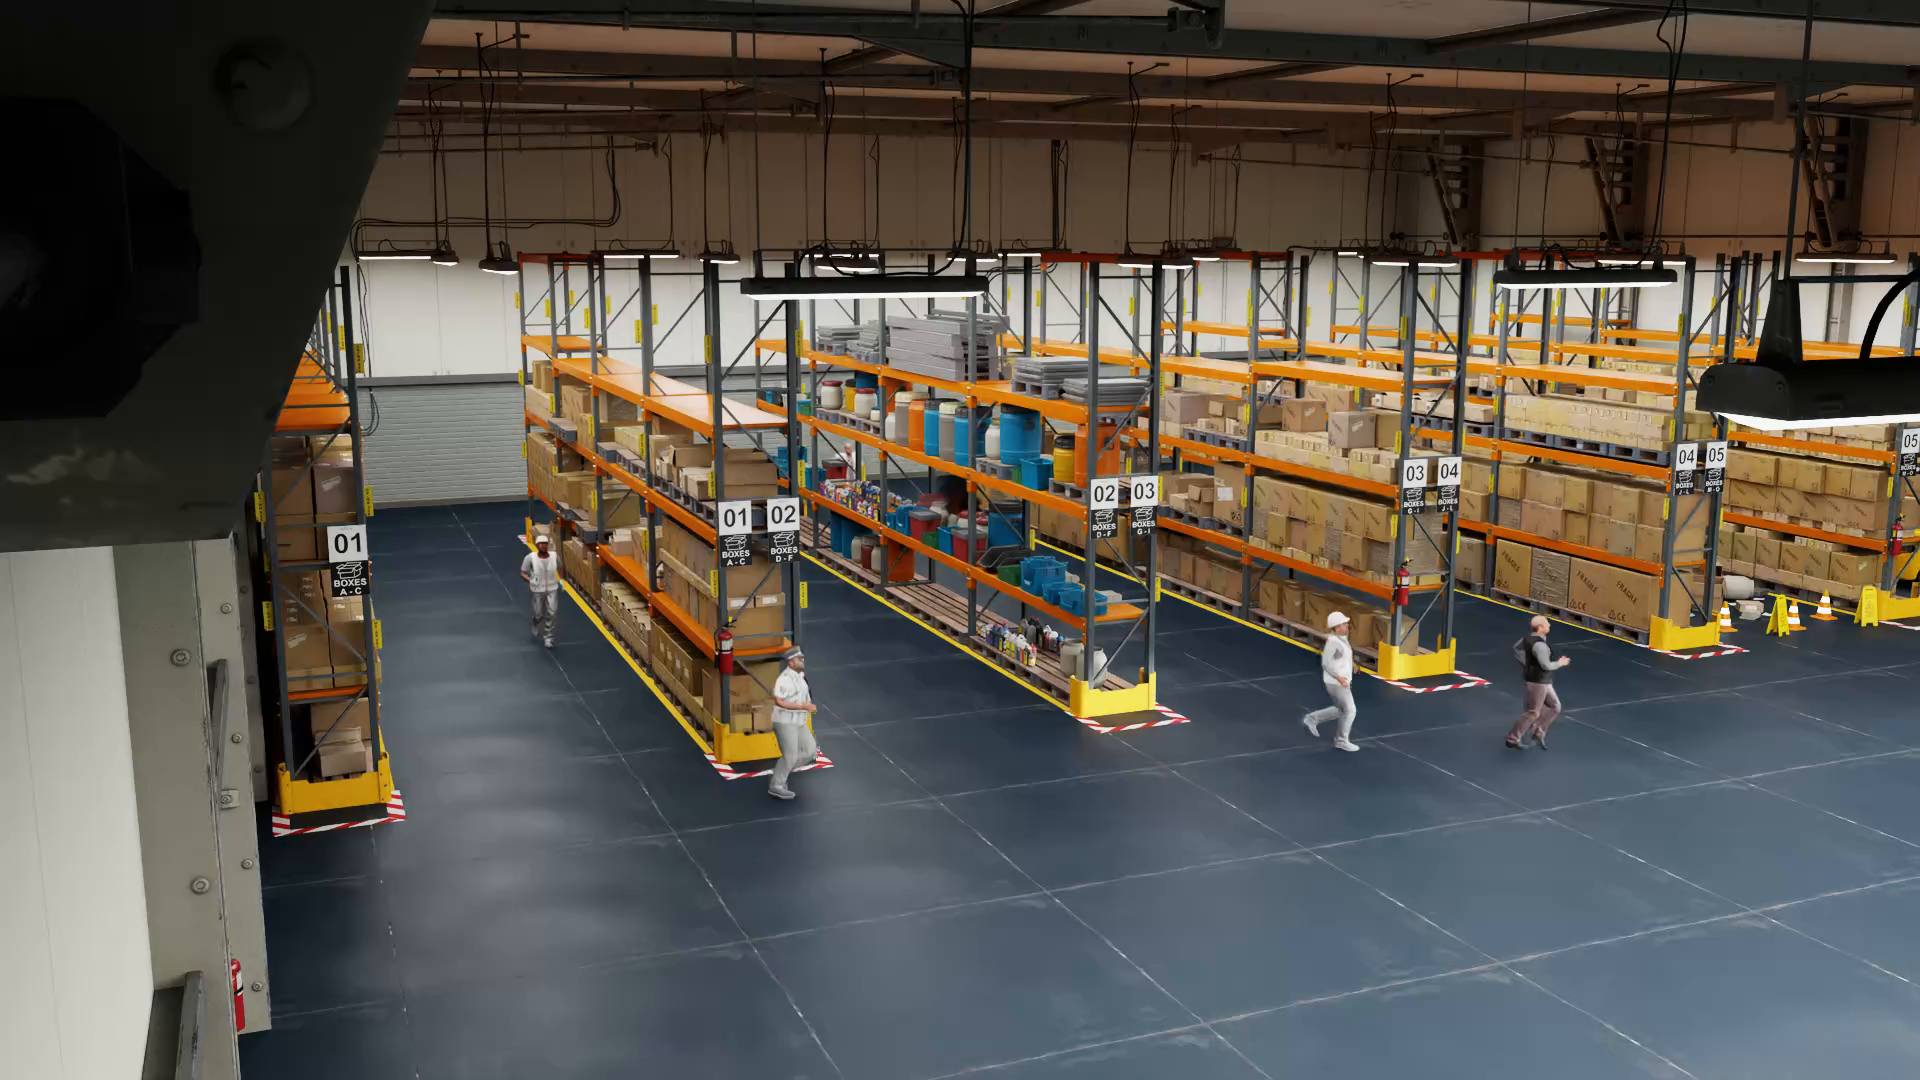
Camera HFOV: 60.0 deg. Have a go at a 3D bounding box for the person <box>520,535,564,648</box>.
[{"bbox_3d":[-6.492,0.779,25.925,0.687,1.743,0.704,-5,12,-27],"label":"person"}]

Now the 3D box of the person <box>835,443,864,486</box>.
[{"bbox_3d":[-2.505,-1.320,37.375,0.700,1.769,0.942,-3,11,-16],"label":"person"}]

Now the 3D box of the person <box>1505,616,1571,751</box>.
[{"bbox_3d":[7.133,1.793,20.514,0.727,1.757,0.624,2,11,11],"label":"person"}]

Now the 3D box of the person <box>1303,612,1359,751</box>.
[{"bbox_3d":[4.646,1.747,20.707,0.708,1.760,0.658,3,11,14],"label":"person"}]

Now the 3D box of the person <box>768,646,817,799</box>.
[{"bbox_3d":[-1.856,2.057,18.980,0.613,1.736,0.673,4,11,19],"label":"person"}]
